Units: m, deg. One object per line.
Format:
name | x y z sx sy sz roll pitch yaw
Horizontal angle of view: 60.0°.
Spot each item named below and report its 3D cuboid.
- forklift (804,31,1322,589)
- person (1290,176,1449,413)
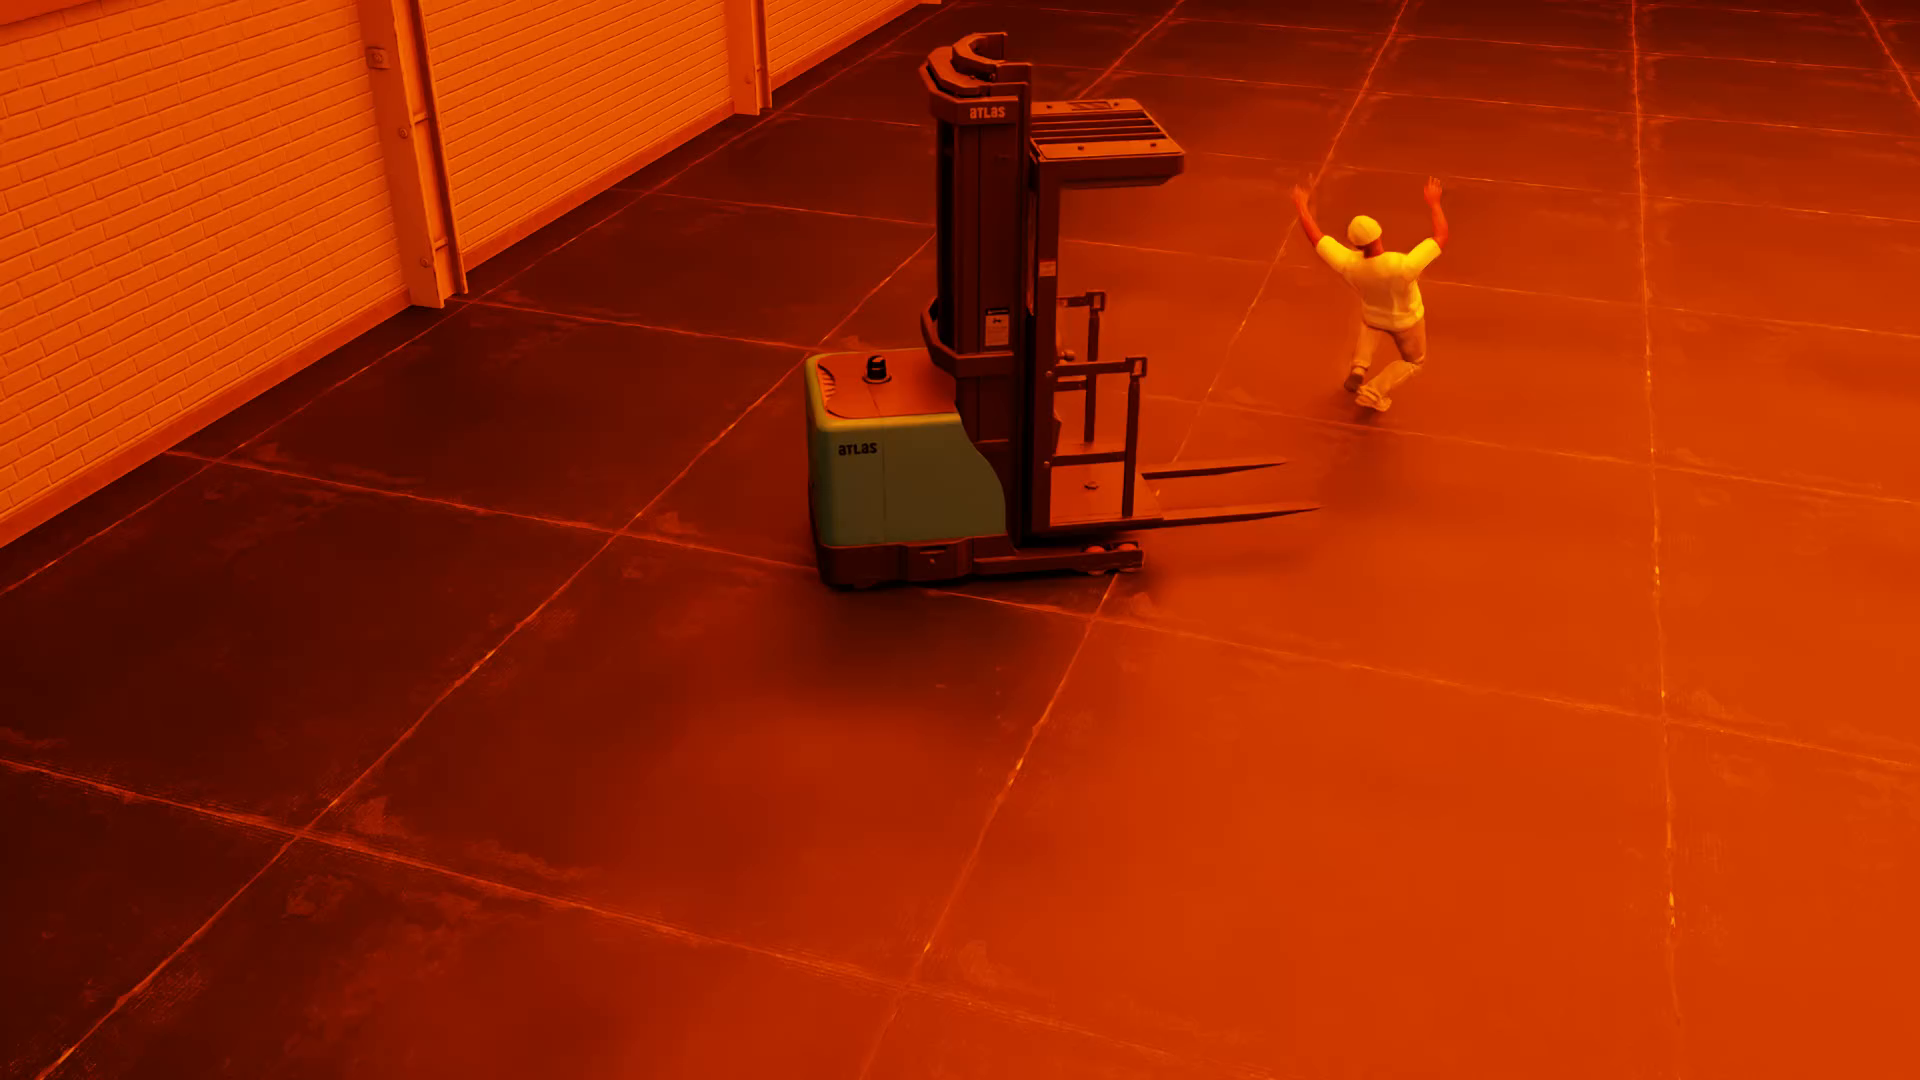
forklift | 0.628 -1.323 9.457 3.031 2.935 1.130 -5 30 -8
person | 2.777 -1.722 11.479 1.119 1.667 0.827 24 38 36
